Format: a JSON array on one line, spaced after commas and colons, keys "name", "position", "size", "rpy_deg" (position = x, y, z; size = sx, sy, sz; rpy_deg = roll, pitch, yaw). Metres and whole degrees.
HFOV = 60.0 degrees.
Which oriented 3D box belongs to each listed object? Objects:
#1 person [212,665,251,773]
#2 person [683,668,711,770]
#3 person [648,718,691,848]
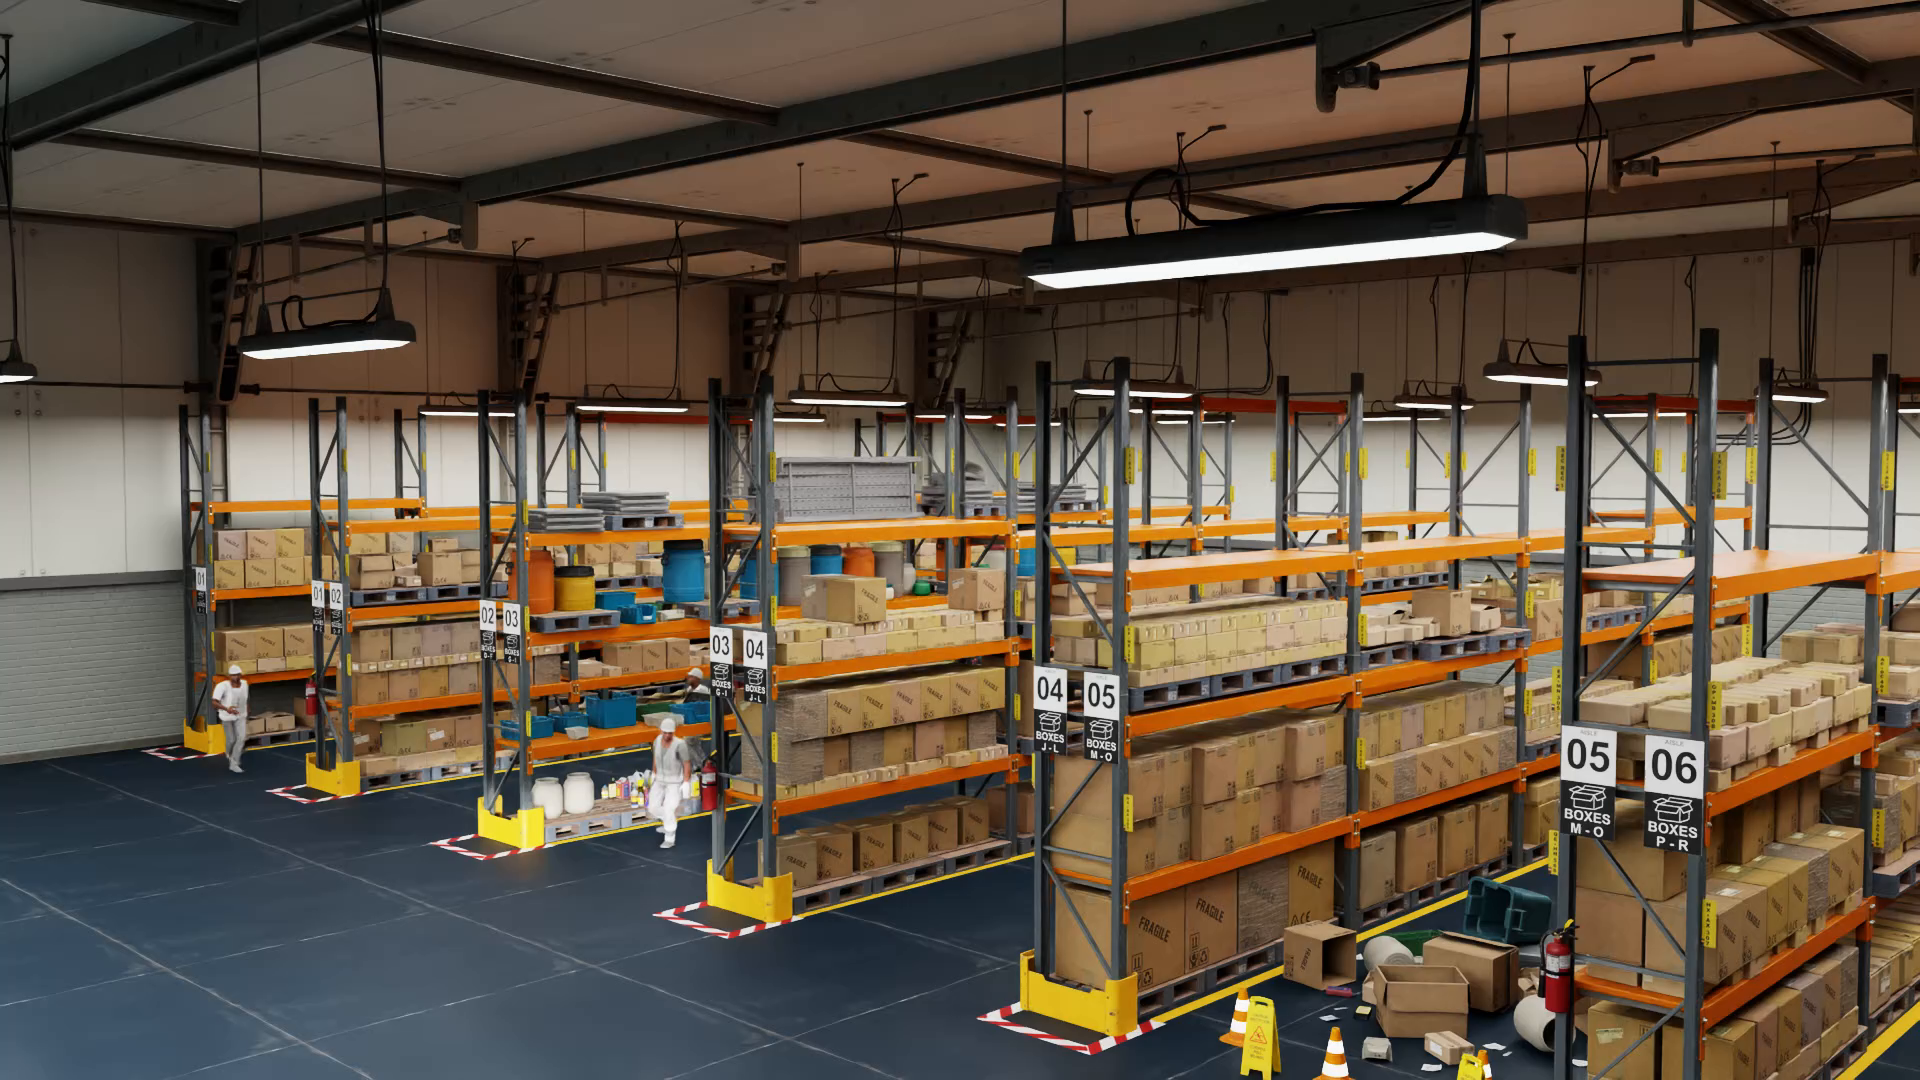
[{"name": "person", "position": [-11.807, 2.867, 26.925], "size": [0.663, 1.725, 0.867], "rpy_deg": [-2, 4, -39]}, {"name": "person", "position": [-4.216, 2.902, 26.154], "size": [0.618, 1.777, 0.666], "rpy_deg": [-1, 3, -26]}, {"name": "person", "position": [-3.777, 3.150, 21.744], "size": [0.798, 1.723, 0.705], "rpy_deg": [2, 3, 27]}]
